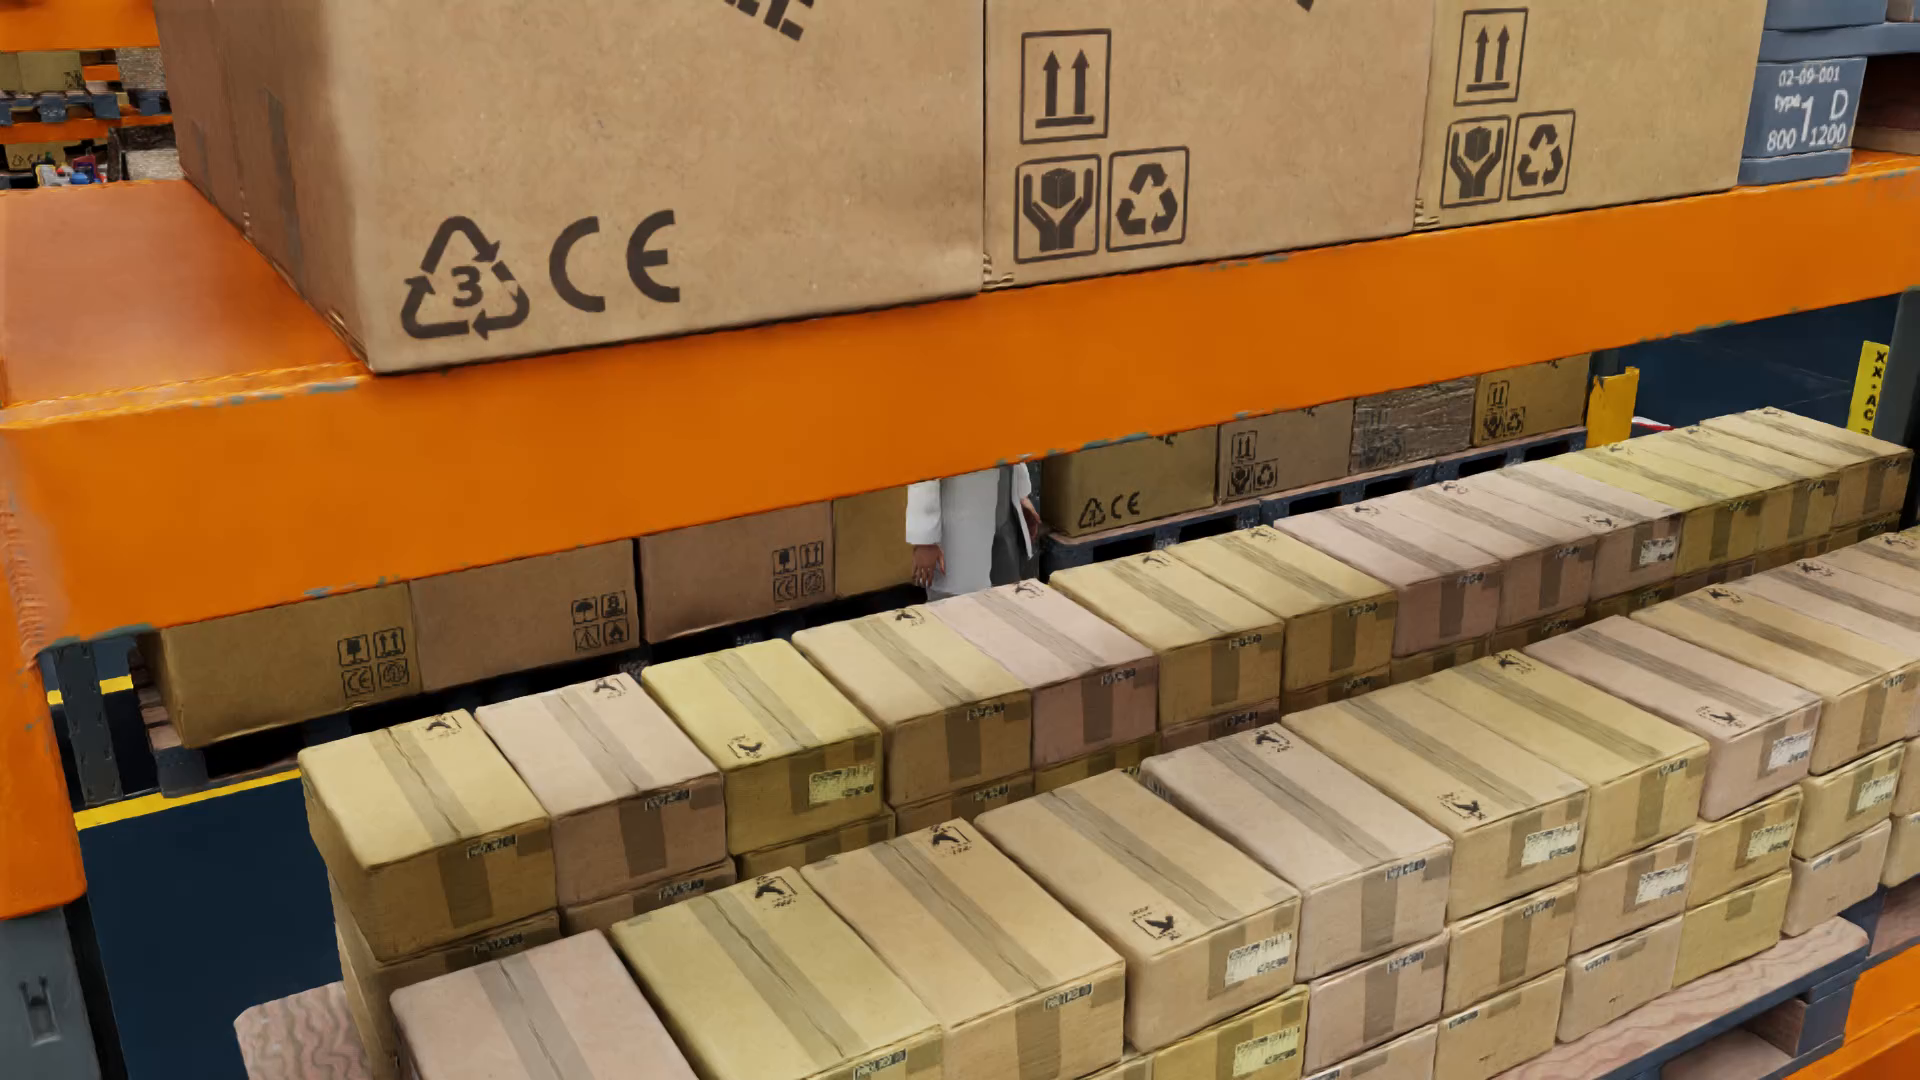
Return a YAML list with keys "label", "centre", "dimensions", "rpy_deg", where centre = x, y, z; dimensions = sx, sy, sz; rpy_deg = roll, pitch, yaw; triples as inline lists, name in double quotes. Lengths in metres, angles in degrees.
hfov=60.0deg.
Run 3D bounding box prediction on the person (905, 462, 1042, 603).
- label: "person"
  centre: [0.107, -0.049, 6.161]
  dimensions: [0.555, 1.789, 0.662]
  rpy_deg: [12, 25, 29]
